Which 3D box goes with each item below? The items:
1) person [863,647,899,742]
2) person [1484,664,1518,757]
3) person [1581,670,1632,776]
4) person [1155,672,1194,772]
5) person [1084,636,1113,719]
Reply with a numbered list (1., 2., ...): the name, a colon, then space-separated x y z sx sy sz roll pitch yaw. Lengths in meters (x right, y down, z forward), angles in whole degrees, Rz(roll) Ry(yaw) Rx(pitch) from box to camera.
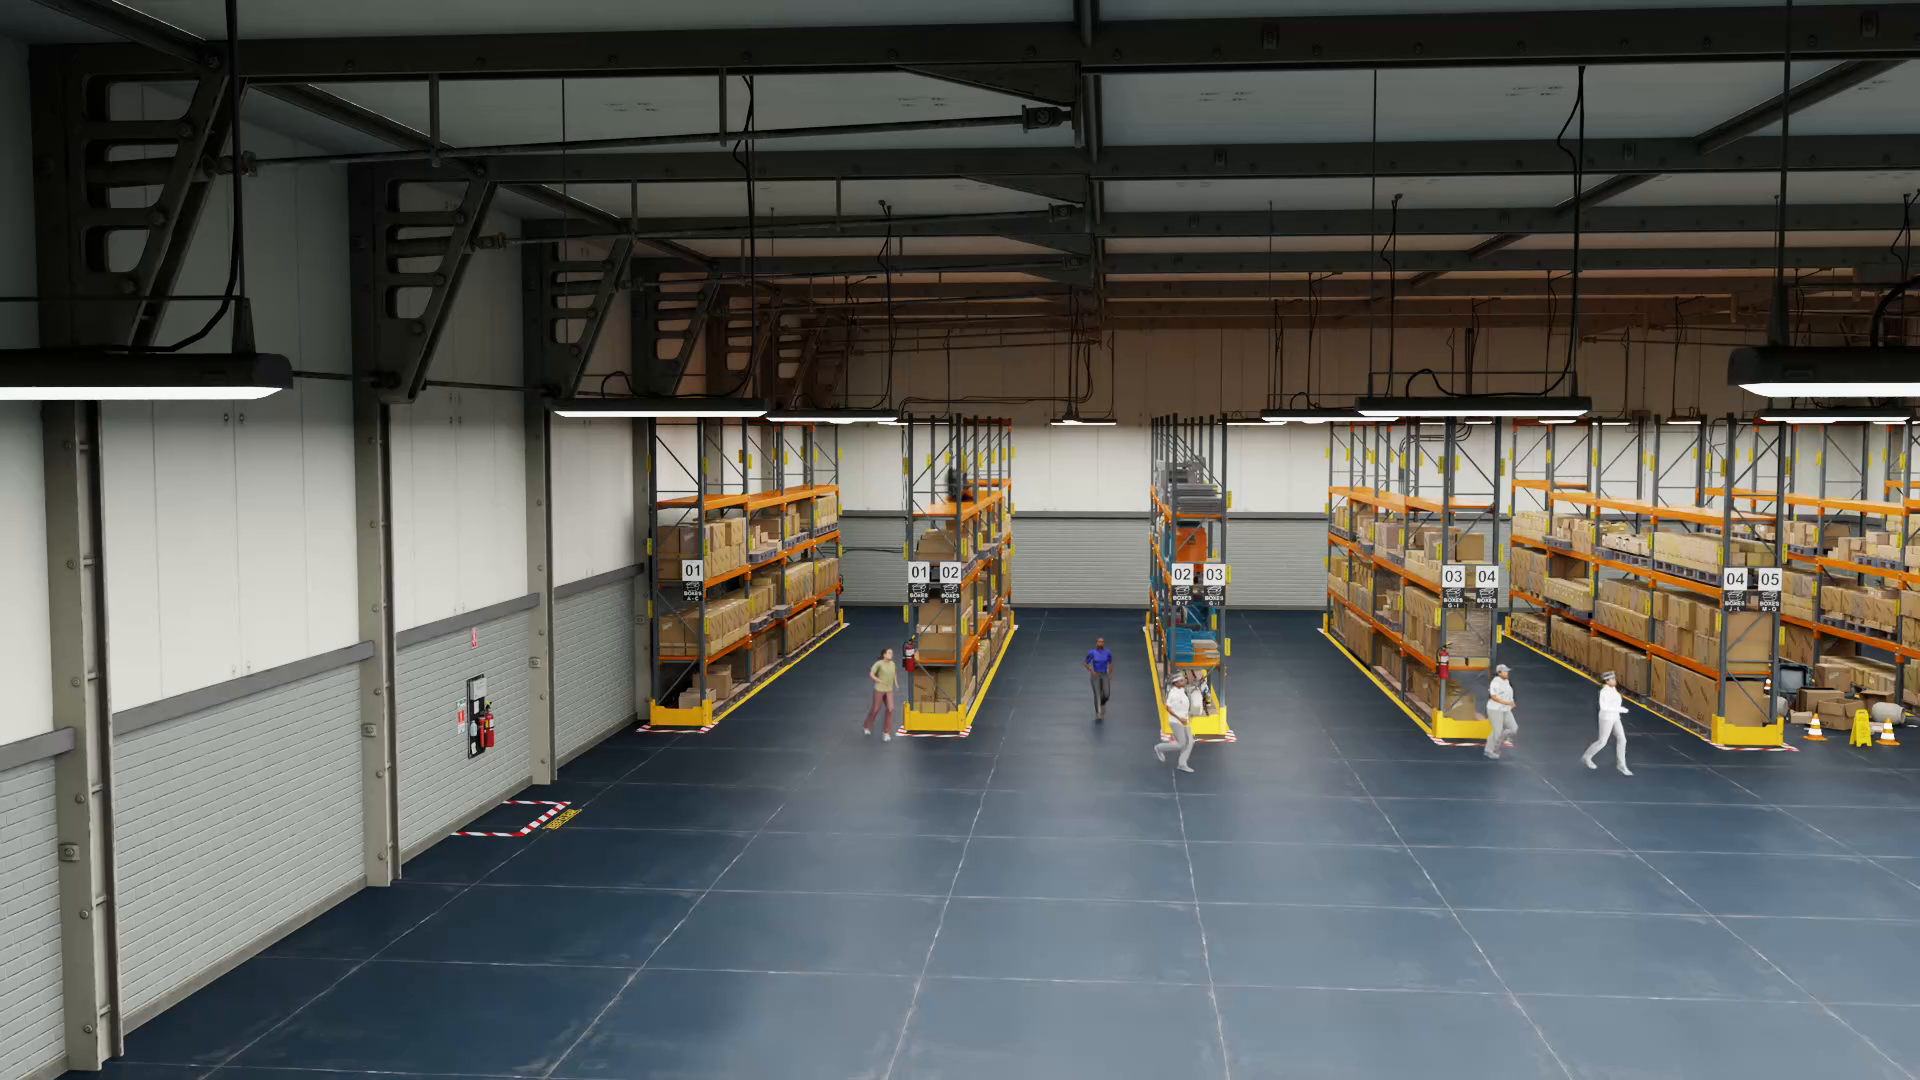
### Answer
1. person: -1.385 2.820 30.748 0.633 1.684 0.803 -2 5 -32
2. person: 9.424 2.968 28.856 0.639 1.620 0.602 -4 5 -42
3. person: 10.756 3.023 27.621 0.616 1.738 0.827 -4 5 -44
4. person: 3.615 3.033 27.844 0.668 1.674 0.584 2 4 28
5. person: 2.747 2.708 32.789 0.593 1.618 0.554 0 4 -7
